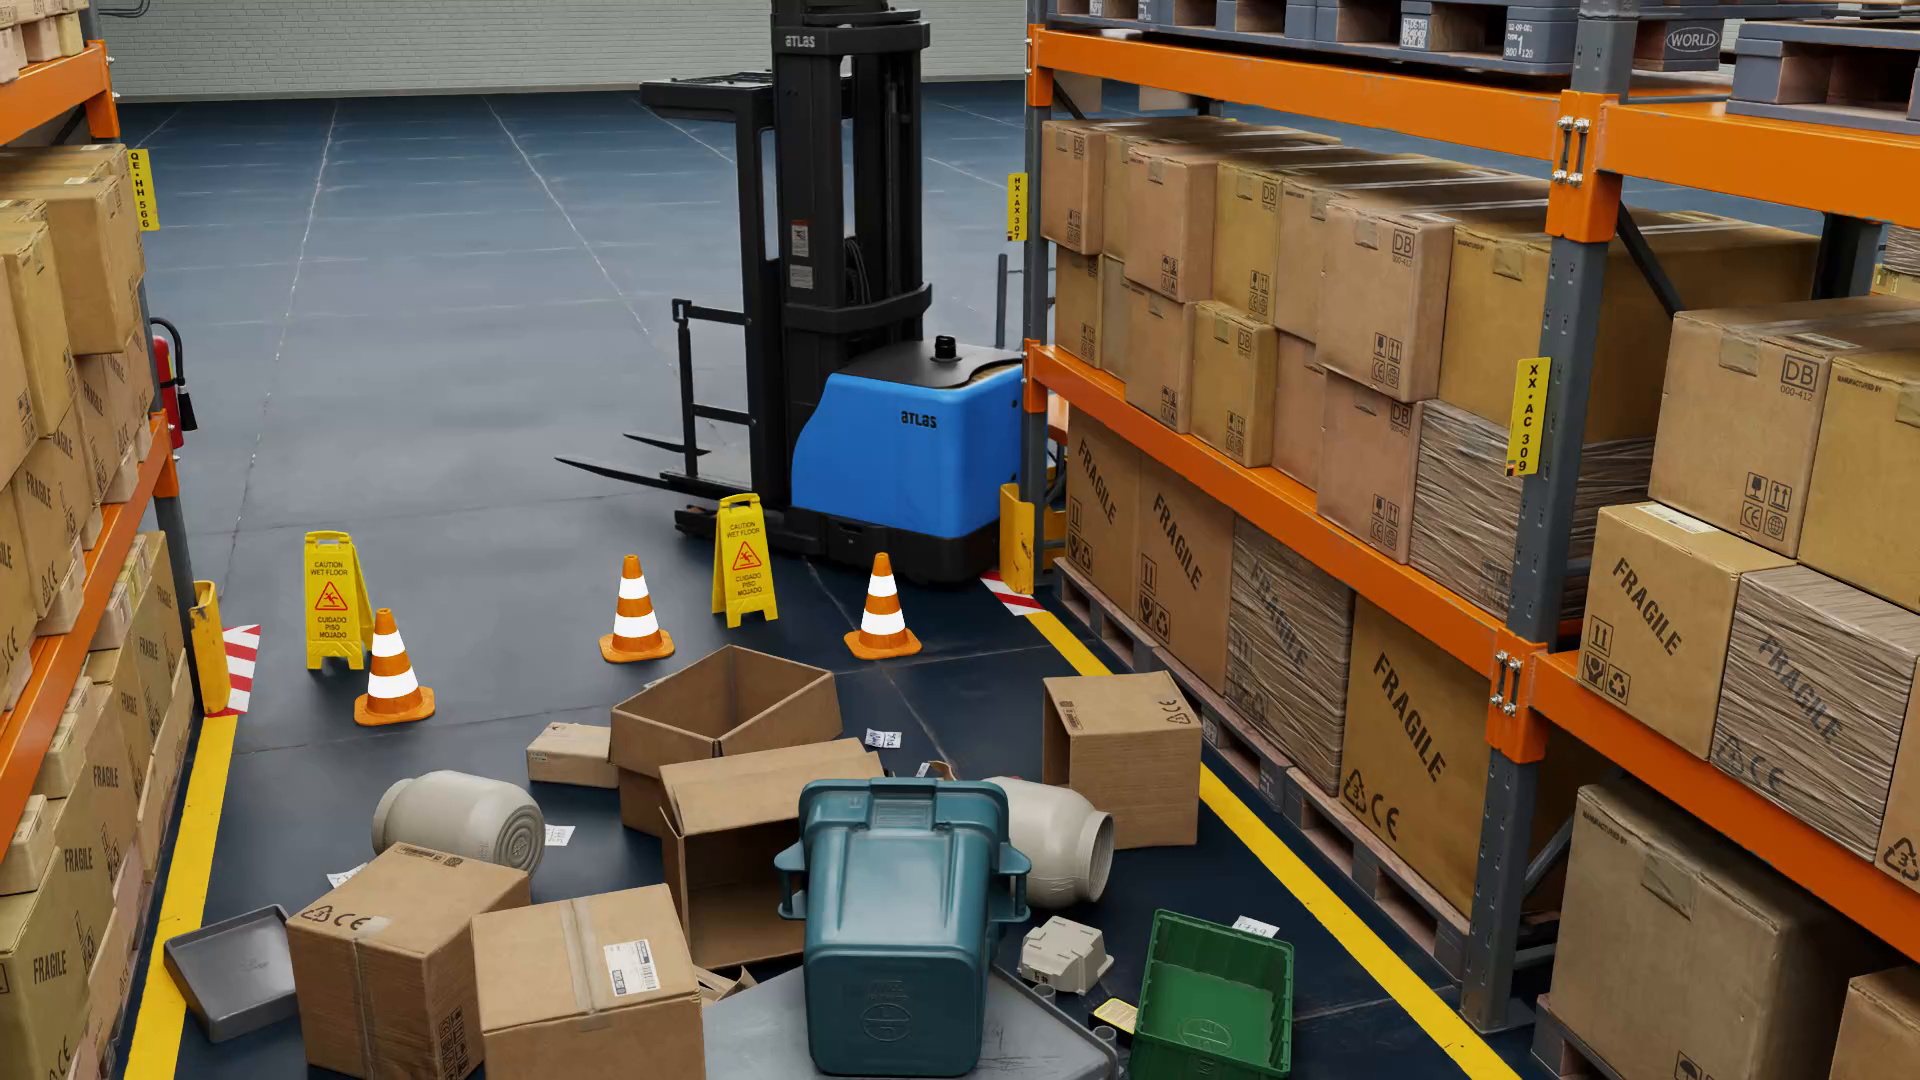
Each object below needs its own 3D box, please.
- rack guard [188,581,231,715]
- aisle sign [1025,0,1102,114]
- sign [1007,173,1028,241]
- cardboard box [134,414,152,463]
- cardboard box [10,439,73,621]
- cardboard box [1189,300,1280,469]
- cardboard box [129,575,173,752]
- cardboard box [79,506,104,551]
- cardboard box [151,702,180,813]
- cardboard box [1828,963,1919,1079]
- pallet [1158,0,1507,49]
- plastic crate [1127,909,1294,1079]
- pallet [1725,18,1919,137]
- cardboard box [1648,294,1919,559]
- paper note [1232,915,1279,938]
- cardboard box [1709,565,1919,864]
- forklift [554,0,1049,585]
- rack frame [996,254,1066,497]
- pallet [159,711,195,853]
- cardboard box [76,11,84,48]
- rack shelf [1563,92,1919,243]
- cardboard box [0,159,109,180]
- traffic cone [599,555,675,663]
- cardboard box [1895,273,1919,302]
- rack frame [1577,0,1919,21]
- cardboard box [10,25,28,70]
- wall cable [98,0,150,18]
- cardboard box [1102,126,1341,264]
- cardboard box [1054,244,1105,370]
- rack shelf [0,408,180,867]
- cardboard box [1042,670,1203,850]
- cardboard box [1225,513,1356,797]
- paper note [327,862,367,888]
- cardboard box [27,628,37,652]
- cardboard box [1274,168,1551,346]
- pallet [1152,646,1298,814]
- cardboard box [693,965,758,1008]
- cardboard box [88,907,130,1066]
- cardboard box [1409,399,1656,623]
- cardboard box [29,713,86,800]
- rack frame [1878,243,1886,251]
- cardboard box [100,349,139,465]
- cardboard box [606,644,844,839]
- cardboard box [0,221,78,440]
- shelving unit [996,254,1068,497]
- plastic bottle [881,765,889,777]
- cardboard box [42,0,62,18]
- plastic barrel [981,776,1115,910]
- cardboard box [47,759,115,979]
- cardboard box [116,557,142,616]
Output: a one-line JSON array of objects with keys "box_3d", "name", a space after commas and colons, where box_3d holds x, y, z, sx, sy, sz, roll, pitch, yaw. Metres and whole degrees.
[{"box_3d": [-3.835, 0.528, 7.206, 1.175, 0.500, 0.348, -6, 21, -17], "name": "rack guard"}, {"box_3d": [0.501, -2.445, 7.941, 0.394, 0.787, 0.004, -6, 21, -17], "name": "aisle sign"}, {"box_3d": [0.279, -1.618, 8.087, 0.100, 0.325, 0.005, -6, 21, -17], "name": "sign"}, {"box_3d": [-3.354, -0.387, 6.429, 0.380, 0.149, 0.250, -7, 21, -18], "name": "cardboard box"}, {"box_3d": [-2.801, -0.068, 4.580, 0.500, 0.500, 0.500, -7, 21, -18], "name": "cardboard box"}, {"box_3d": [1.424, -0.654, 6.579, 0.875, 0.550, 0.500, -6, 21, -17], "name": "cardboard box"}, {"box_3d": [-3.193, 0.468, 6.014, 0.500, 0.500, 0.500, -6, 21, -15], "name": "cardboard box"}, {"box_3d": [-3.070, -0.054, 5.501, 0.380, 0.149, 0.250, -7, 21, -18], "name": "cardboard box"}, {"box_3d": [-3.195, 0.822, 6.137, 0.500, 0.250, 0.500, -6, 21, -17], "name": "cardboard box"}, {"box_3d": [2.645, 1.414, 3.750, 1.050, 0.750, 0.750, -6, 21, -17], "name": "cardboard box"}, {"box_3d": [1.438, -1.972, 6.162, 1.003, 0.211, 1.213, -6, 21, -17], "name": "pallet"}, {"box_3d": [0.767, 1.433, 5.065, 0.450, 0.188, 0.662, 13, 22, 7], "name": "plastic crate"}, {"box_3d": [2.400, -0.980, 3.553, 0.805, 0.209, 1.217, -7, 21, -19], "name": "pallet"}, {"box_3d": [2.227, -0.306, 4.204, 0.700, 0.500, 0.500, -7, 21, -18], "name": "cardboard box"}, {"box_3d": [0.994, 1.330, 5.667, 0.142, 0.020, 0.147, 12, 23, 30], "name": "paper note"}, {"box_3d": [2.134, 0.365, 3.815, 0.500, 0.500, 0.500, -6, 21, -17], "name": "cardboard box"}, {"box_3d": [-1.023, -1.499, 9.254, 3.031, 2.935, 1.130, 12, 23, 30], "name": "forklift"}, {"box_3d": [0.426, -0.950, 9.818, 0.500, 1.500, 0.032, -9, 22, -28], "name": "rack frame"}, {"box_3d": [-3.614, 0.929, 6.518, 1.003, 0.211, 1.213, -6, 21, -17], "name": "pallet"}, {"box_3d": [-3.482, -1.881, 6.151, 0.380, 0.149, 0.250, -6, 21, -17], "name": "cardboard box"}, {"box_3d": [2.694, -0.378, 2.660, 1.077, 0.370, 4.000, -6, 21, -17], "name": "rack shelf"}, {"box_3d": [-3.340, -1.026, 5.769, 0.700, 0.500, 0.500, -6, 21, -17], "name": "cardboard box"}, {"box_3d": [-1.553, 0.295, 7.910, 0.336, 0.463, 0.334, -6, 21, -17], "name": "traffic cone"}, {"box_3d": [5.472, -1.408, 9.271, 0.380, 0.149, 0.250, -6, 21, -17], "name": "cardboard box"}, {"box_3d": [2.065, -2.771, 3.818, 1.000, 3.000, 0.127, -6, 21, -17], "name": "rack frame"}, {"box_3d": [-3.181, -1.553, 5.236, 0.380, 0.149, 0.250, -7, 21, -18], "name": "cardboard box"}, {"box_3d": [-18.307, -11.900, 33.828, 3.097, 2.526, 0.112, -6, 21, -17], "name": "wall cable"}, {"box_3d": [1.148, -1.520, 7.391, 0.875, 0.550, 0.550, -6, 21, -17], "name": "cardboard box"}, {"box_3d": [0.968, -1.187, 8.062, 0.875, 0.550, 0.550, -6, 21, -17], "name": "cardboard box"}, {"box_3d": [-3.231, 0.308, 5.186, 1.077, 0.370, 4.000, -6, 21, -17], "name": "rack shelf"}, {"box_3d": [0.603, 0.839, 6.337, 0.500, 0.500, 0.500, -3, 20, -8], "name": "cardboard box"}, {"box_3d": [1.647, 0.357, 6.507, 0.875, 0.875, 0.875, -6, 21, -17], "name": "cardboard box"}, {"box_3d": [-2.182, 1.217, 5.982, 0.142, 0.019, 0.148, -15, 25, -36], "name": "paper note"}, {"box_3d": [-2.796, 0.271, 4.595, 0.380, 0.149, 0.250, -6, 21, -17], "name": "cardboard box"}, {"box_3d": [1.659, -1.000, 5.944, 0.875, 0.550, 0.550, -6, 21, -17], "name": "cardboard box"}, {"box_3d": [1.513, 0.721, 7.098, 1.003, 0.211, 1.213, -6, 21, -17], "name": "pallet"}, {"box_3d": [-0.821, 1.408, 5.102, 0.396, 0.266, 0.258, 12, 23, 30], "name": "cardboard box"}, {"box_3d": [-2.710, 1.320, 4.752, 0.500, 0.250, 0.500, -5, 20, -14], "name": "cardboard box"}, {"box_3d": [1.938, -0.135, 5.133, 0.875, 0.550, 0.550, -6, 21, -17], "name": "cardboard box"}, {"box_3d": [-2.677, 0.620, 4.630, 0.380, 0.149, 0.250, -6, 20, -15], "name": "cardboard box"}, {"box_3d": [5.548, -1.725, 9.783, 1.000, 3.000, 0.127, -6, 21, -17], "name": "rack frame"}, {"box_3d": [-3.274, -0.553, 5.932, 0.500, 0.500, 0.500, -6, 21, -17], "name": "cardboard box"}, {"box_3d": [-0.904, 0.797, 6.453, 0.637, 0.503, 0.797, 12, 23, 30], "name": "cardboard box"}, {"box_3d": [-2.806, -0.541, 4.418, 0.700, 0.500, 0.500, -7, 21, -18], "name": "cardboard box"}, {"box_3d": [0.679, -0.797, 9.393, 0.587, 1.500, 1.083, -9, 22, -28], "name": "shelving unit"}, {"box_3d": [-0.383, 0.939, 6.713, 0.133, 0.061, 0.283, -15, 25, -36], "name": "plastic bottle"}, {"box_3d": [-3.299, -1.855, 5.488, 0.500, 0.250, 0.500, -7, 21, -18], "name": "cardboard box"}, {"box_3d": [0.252, 1.064, 5.827, 0.512, 0.421, 0.421, 8, 21, 20], "name": "plastic barrel"}, {"box_3d": [-2.711, 0.966, 4.626, 0.500, 0.500, 0.500, -6, 20, -15], "name": "cardboard box"}, {"box_3d": [-3.105, 0.187, 5.836, 0.380, 0.149, 0.250, -6, 21, -16], "name": "cardboard box"}]
